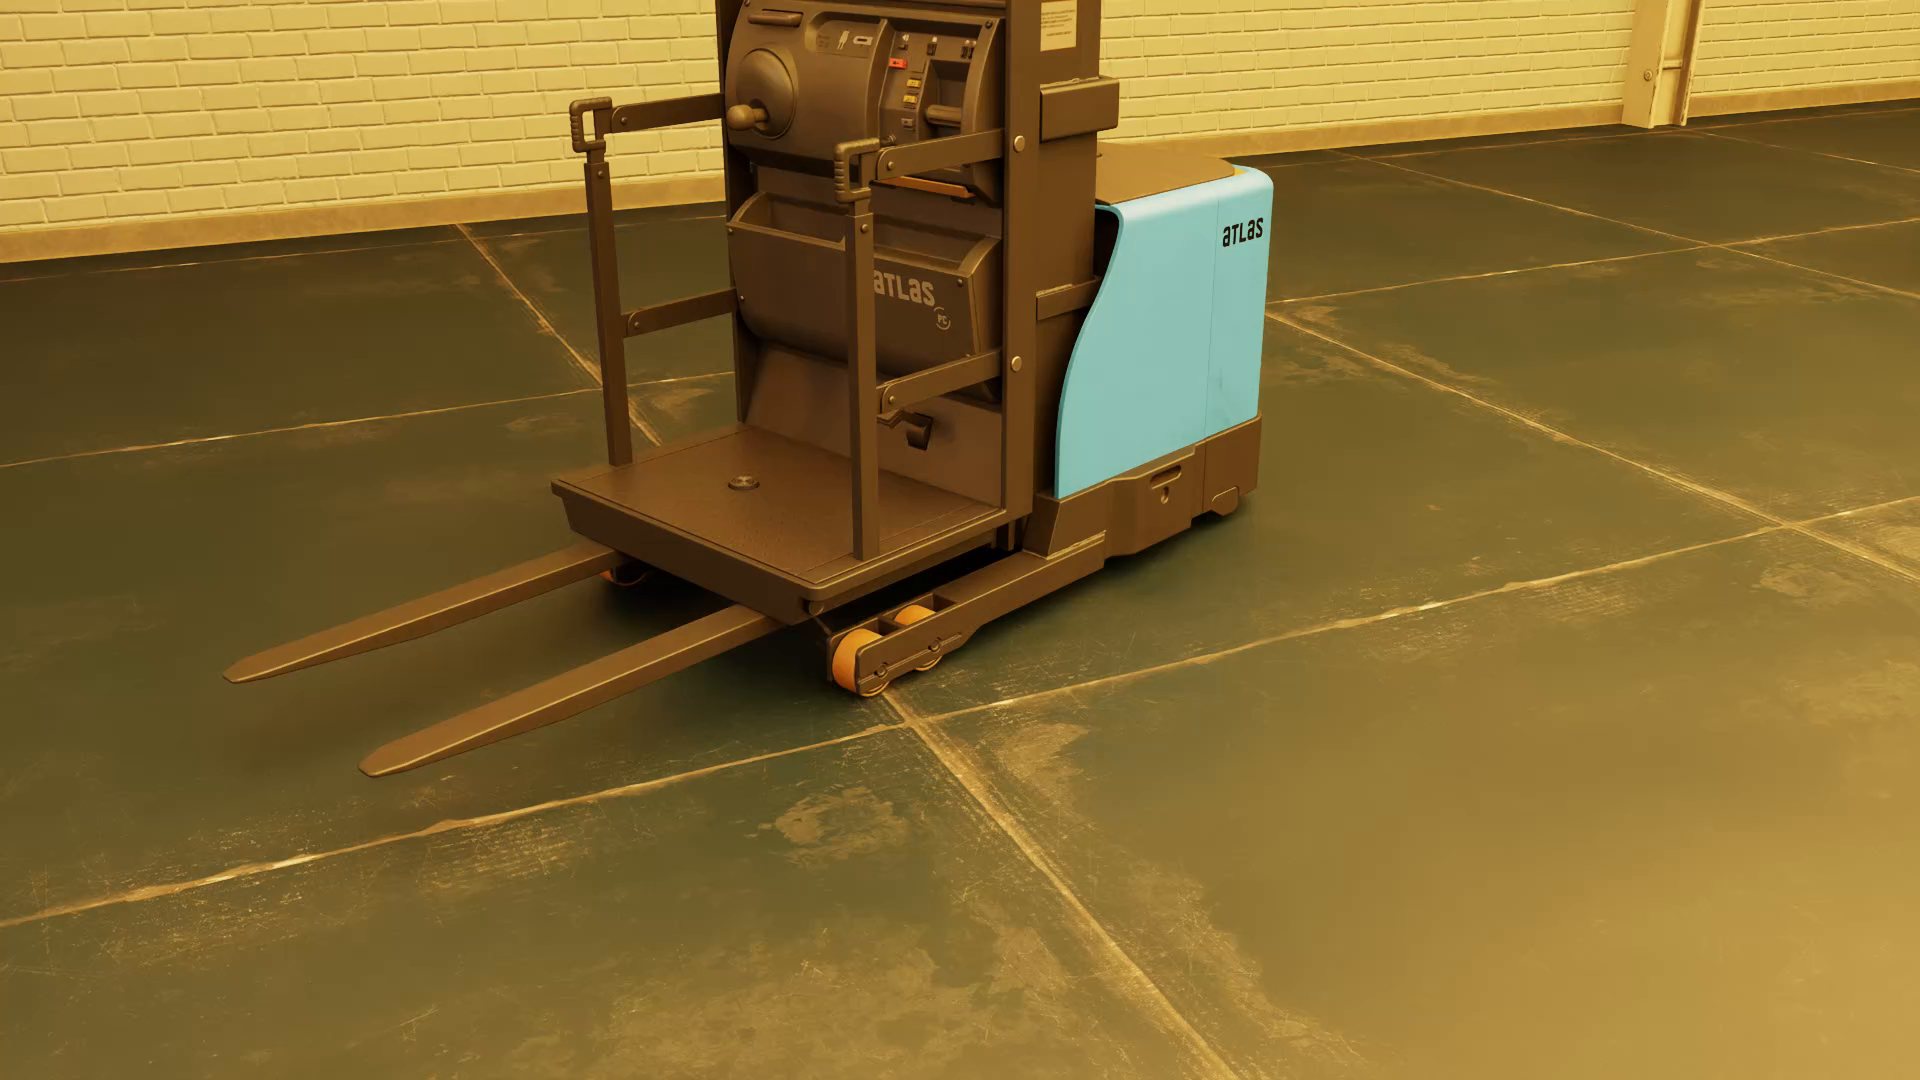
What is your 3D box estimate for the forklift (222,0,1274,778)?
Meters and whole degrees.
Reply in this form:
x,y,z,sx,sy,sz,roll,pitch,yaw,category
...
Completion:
x,y,z,sx,sy,sz,roll,pitch,yaw,category
-0.413,-1.182,4.131,1.130,2.935,3.031,19,29,39,forklift
